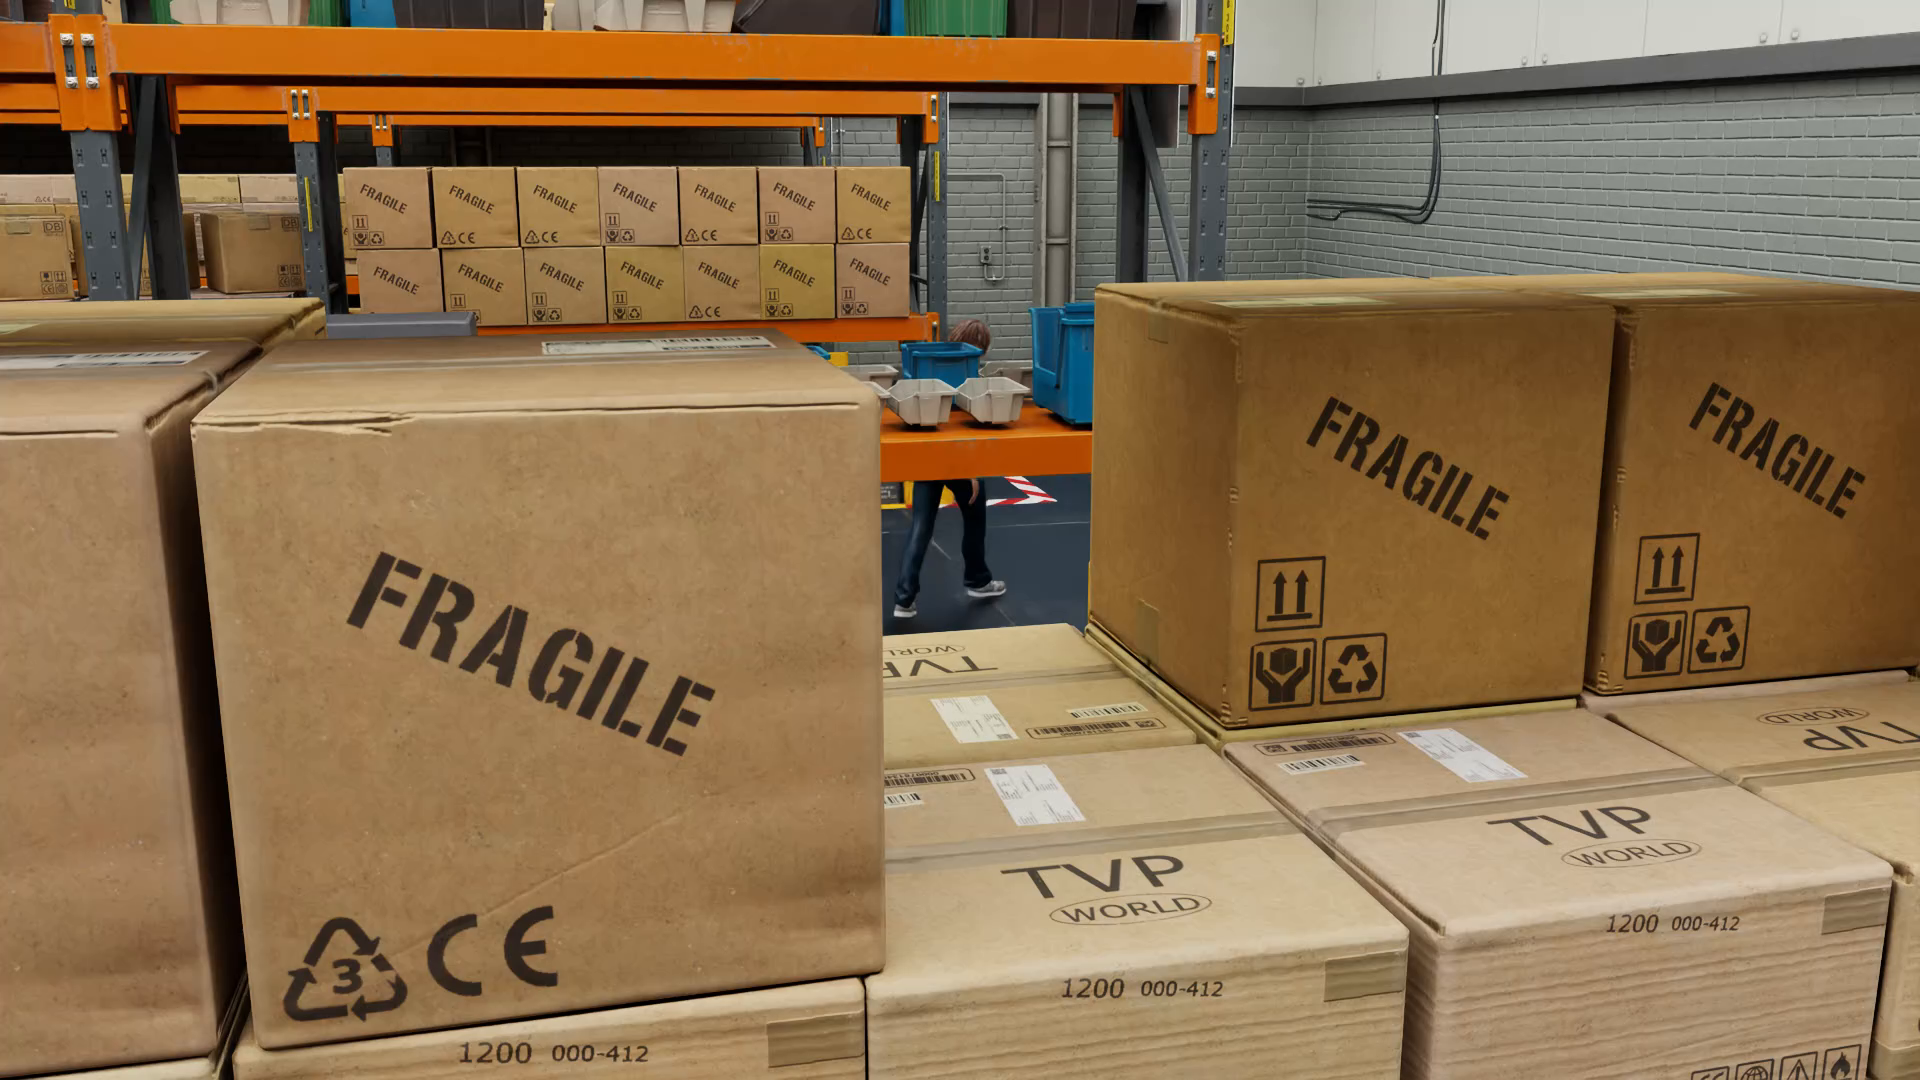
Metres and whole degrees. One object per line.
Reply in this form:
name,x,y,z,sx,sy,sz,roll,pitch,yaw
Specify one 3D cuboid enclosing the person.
person,-0.040,-0.384,8.669,0.497,1.537,0.902,6,14,25
